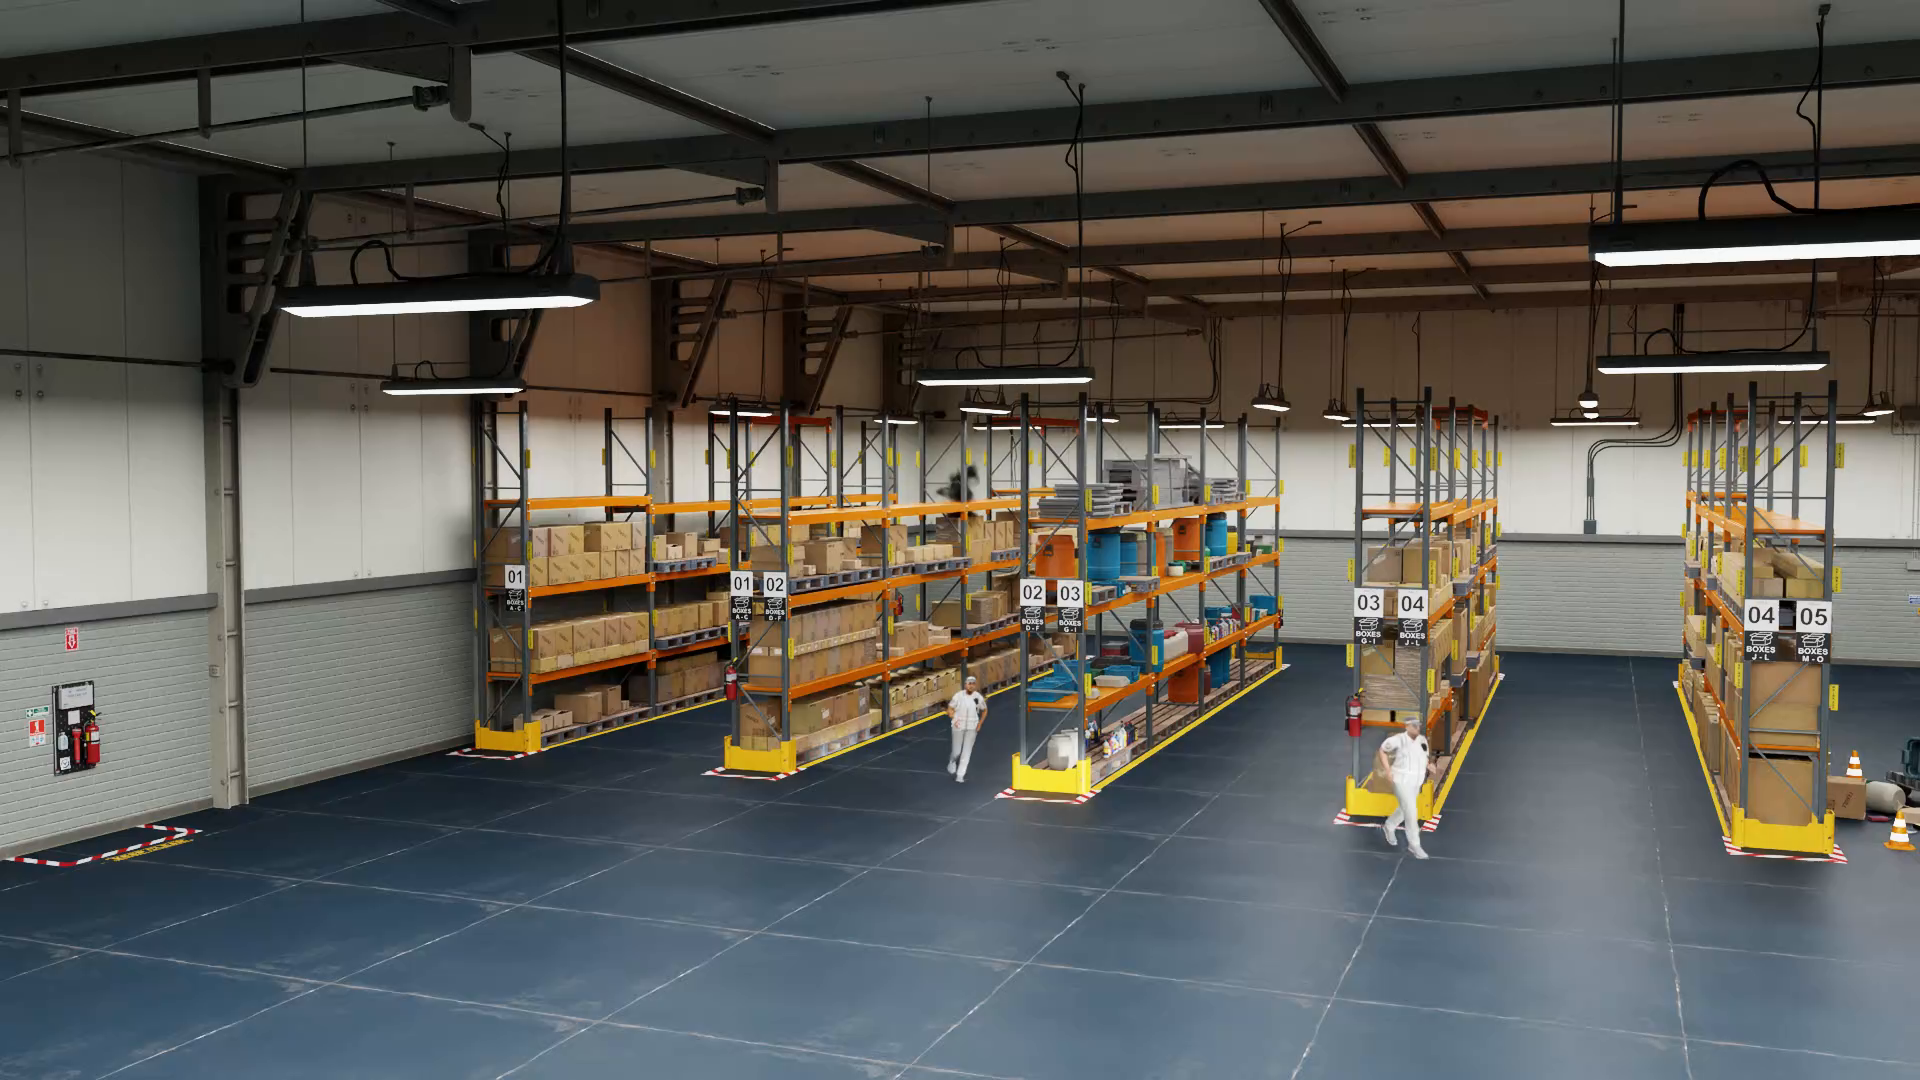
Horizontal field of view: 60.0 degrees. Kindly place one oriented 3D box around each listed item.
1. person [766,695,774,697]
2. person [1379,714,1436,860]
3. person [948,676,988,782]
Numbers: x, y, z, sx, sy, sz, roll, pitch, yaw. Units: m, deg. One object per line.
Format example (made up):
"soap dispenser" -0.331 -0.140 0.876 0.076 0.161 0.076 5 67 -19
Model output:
"person" -3.462 2.649 30.910 0.640 1.781 0.727 1 3 23
"person" 5.693 3.093 21.182 0.604 1.804 0.904 -2 3 -29
"person" 0.123 2.928 25.944 0.628 1.620 0.635 0 3 -4
